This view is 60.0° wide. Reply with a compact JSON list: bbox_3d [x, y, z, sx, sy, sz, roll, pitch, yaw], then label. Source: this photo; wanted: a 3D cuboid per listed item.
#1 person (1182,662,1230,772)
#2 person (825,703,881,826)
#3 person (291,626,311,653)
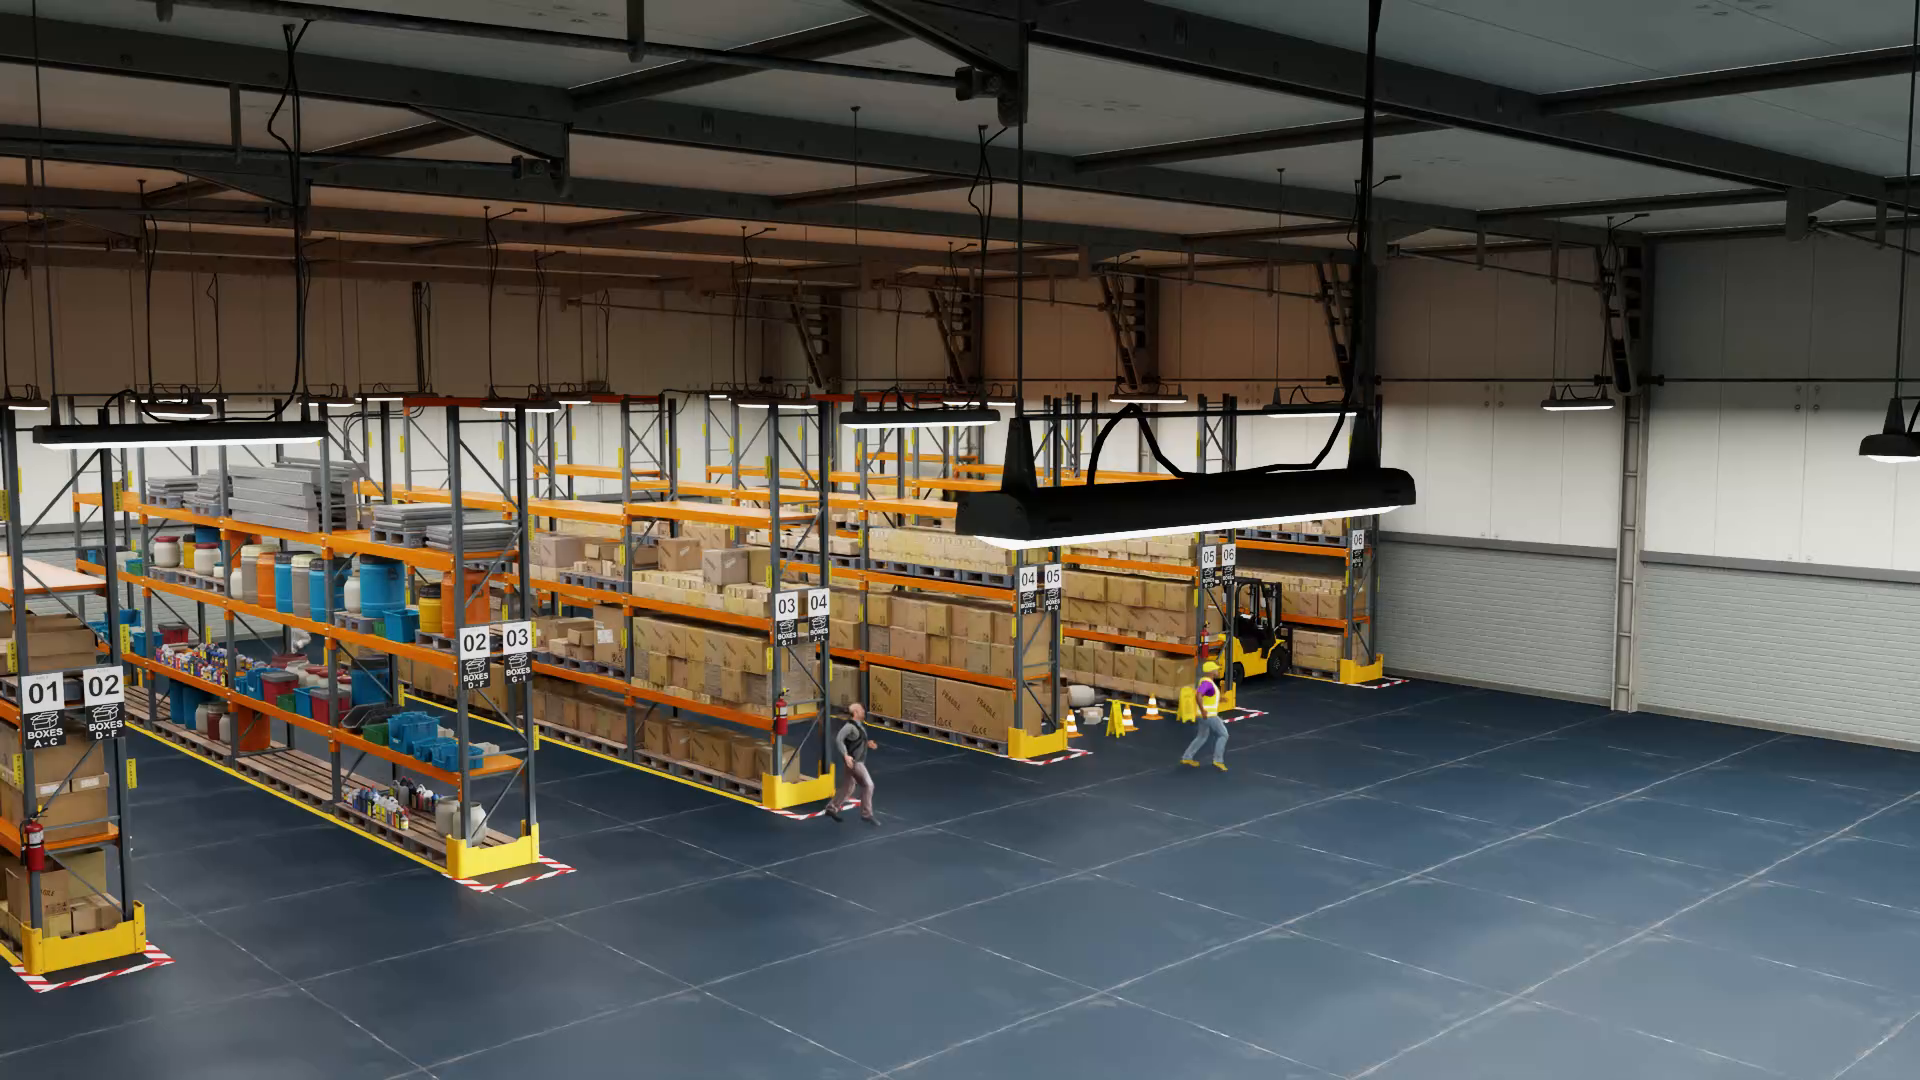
[{"bbox_3d":[3.993,2.861,26.942,0.777,1.800,0.708,0,6,-3],"label":"person"},{"bbox_3d":[-1.523,3.176,23.664,0.810,1.733,0.651,0,6,0],"label":"person"},{"bbox_3d":[-14.736,1.881,36.974,0.589,1.738,0.653,-4,7,-39],"label":"person"}]
